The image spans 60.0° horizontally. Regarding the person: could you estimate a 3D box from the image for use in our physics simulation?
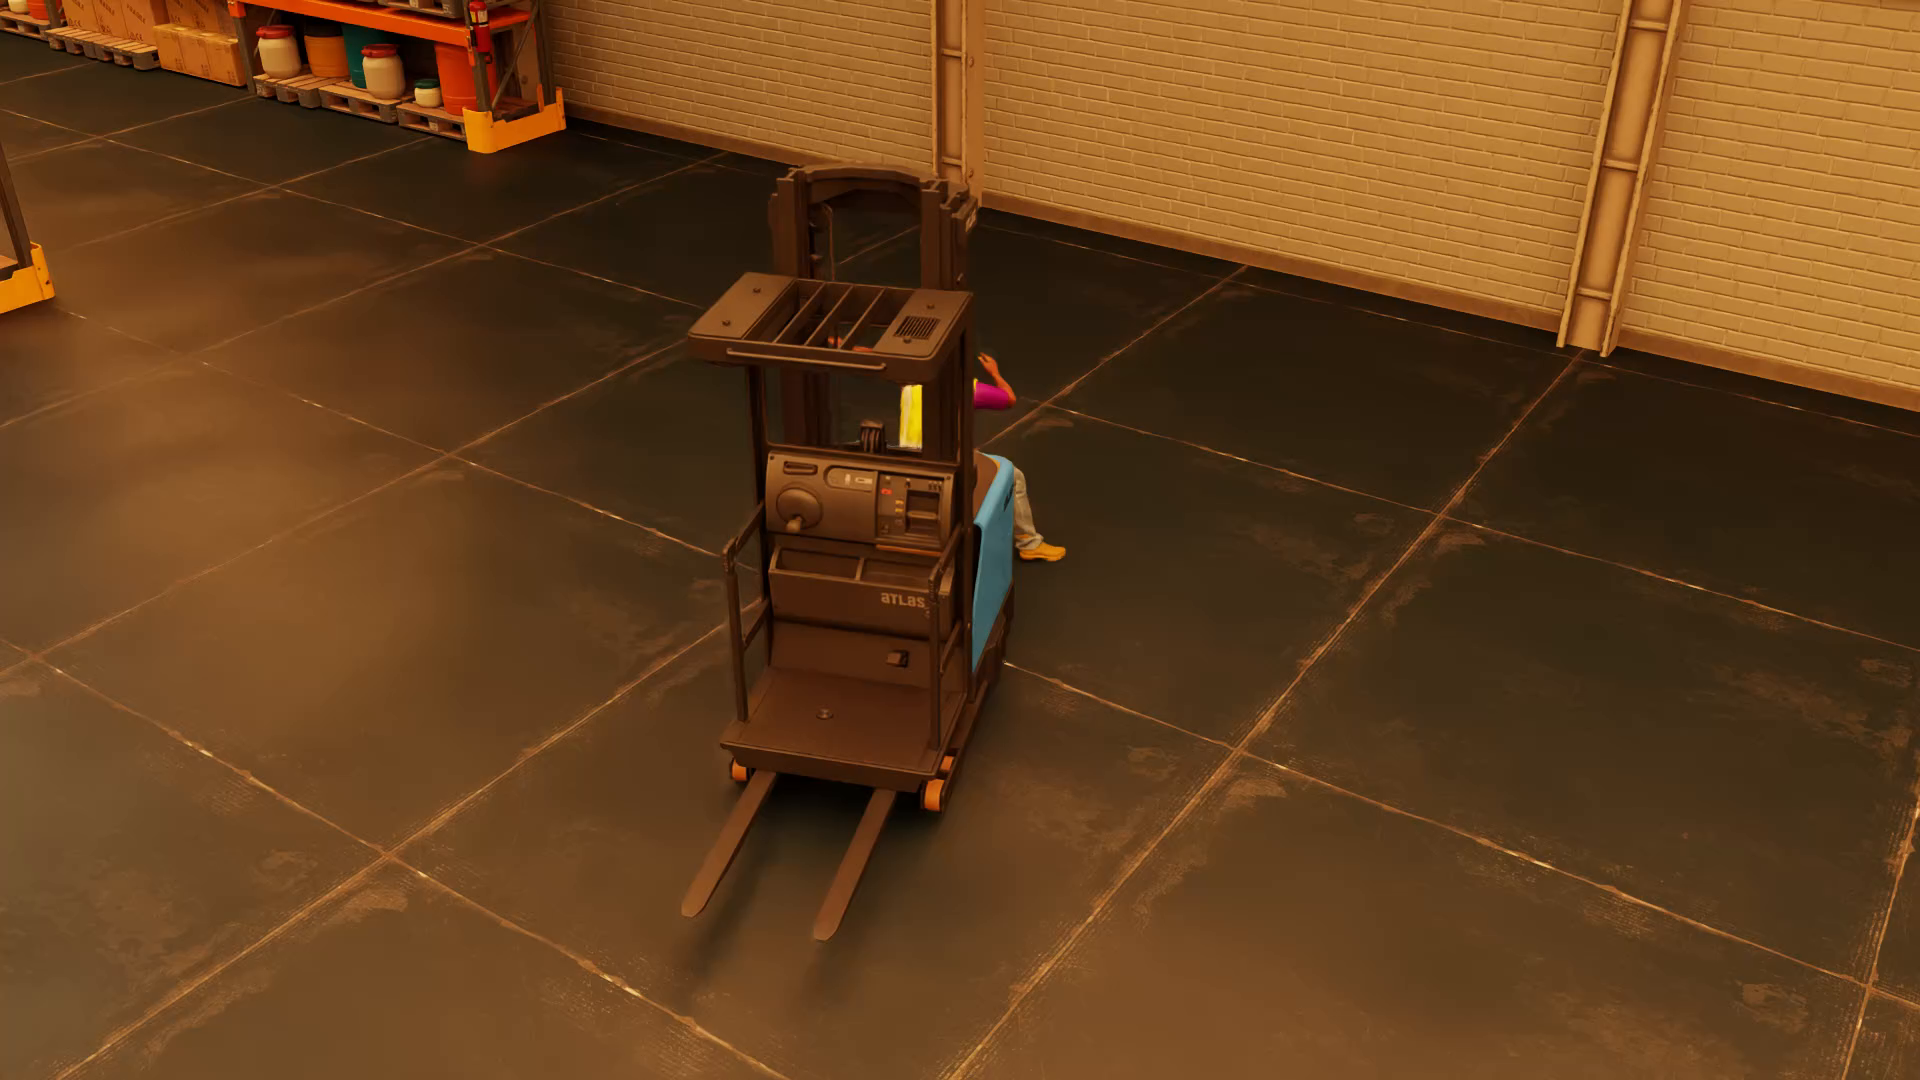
[{"bbox_3d":[-0.122,-0.648,10.182,1.599,1.457,0.783,15,33,24],"label":"person"}]

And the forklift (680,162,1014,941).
[{"bbox_3d":[-0.535,-0.140,7.822,1.130,2.935,3.031,7,31,12],"label":"forklift"}]
